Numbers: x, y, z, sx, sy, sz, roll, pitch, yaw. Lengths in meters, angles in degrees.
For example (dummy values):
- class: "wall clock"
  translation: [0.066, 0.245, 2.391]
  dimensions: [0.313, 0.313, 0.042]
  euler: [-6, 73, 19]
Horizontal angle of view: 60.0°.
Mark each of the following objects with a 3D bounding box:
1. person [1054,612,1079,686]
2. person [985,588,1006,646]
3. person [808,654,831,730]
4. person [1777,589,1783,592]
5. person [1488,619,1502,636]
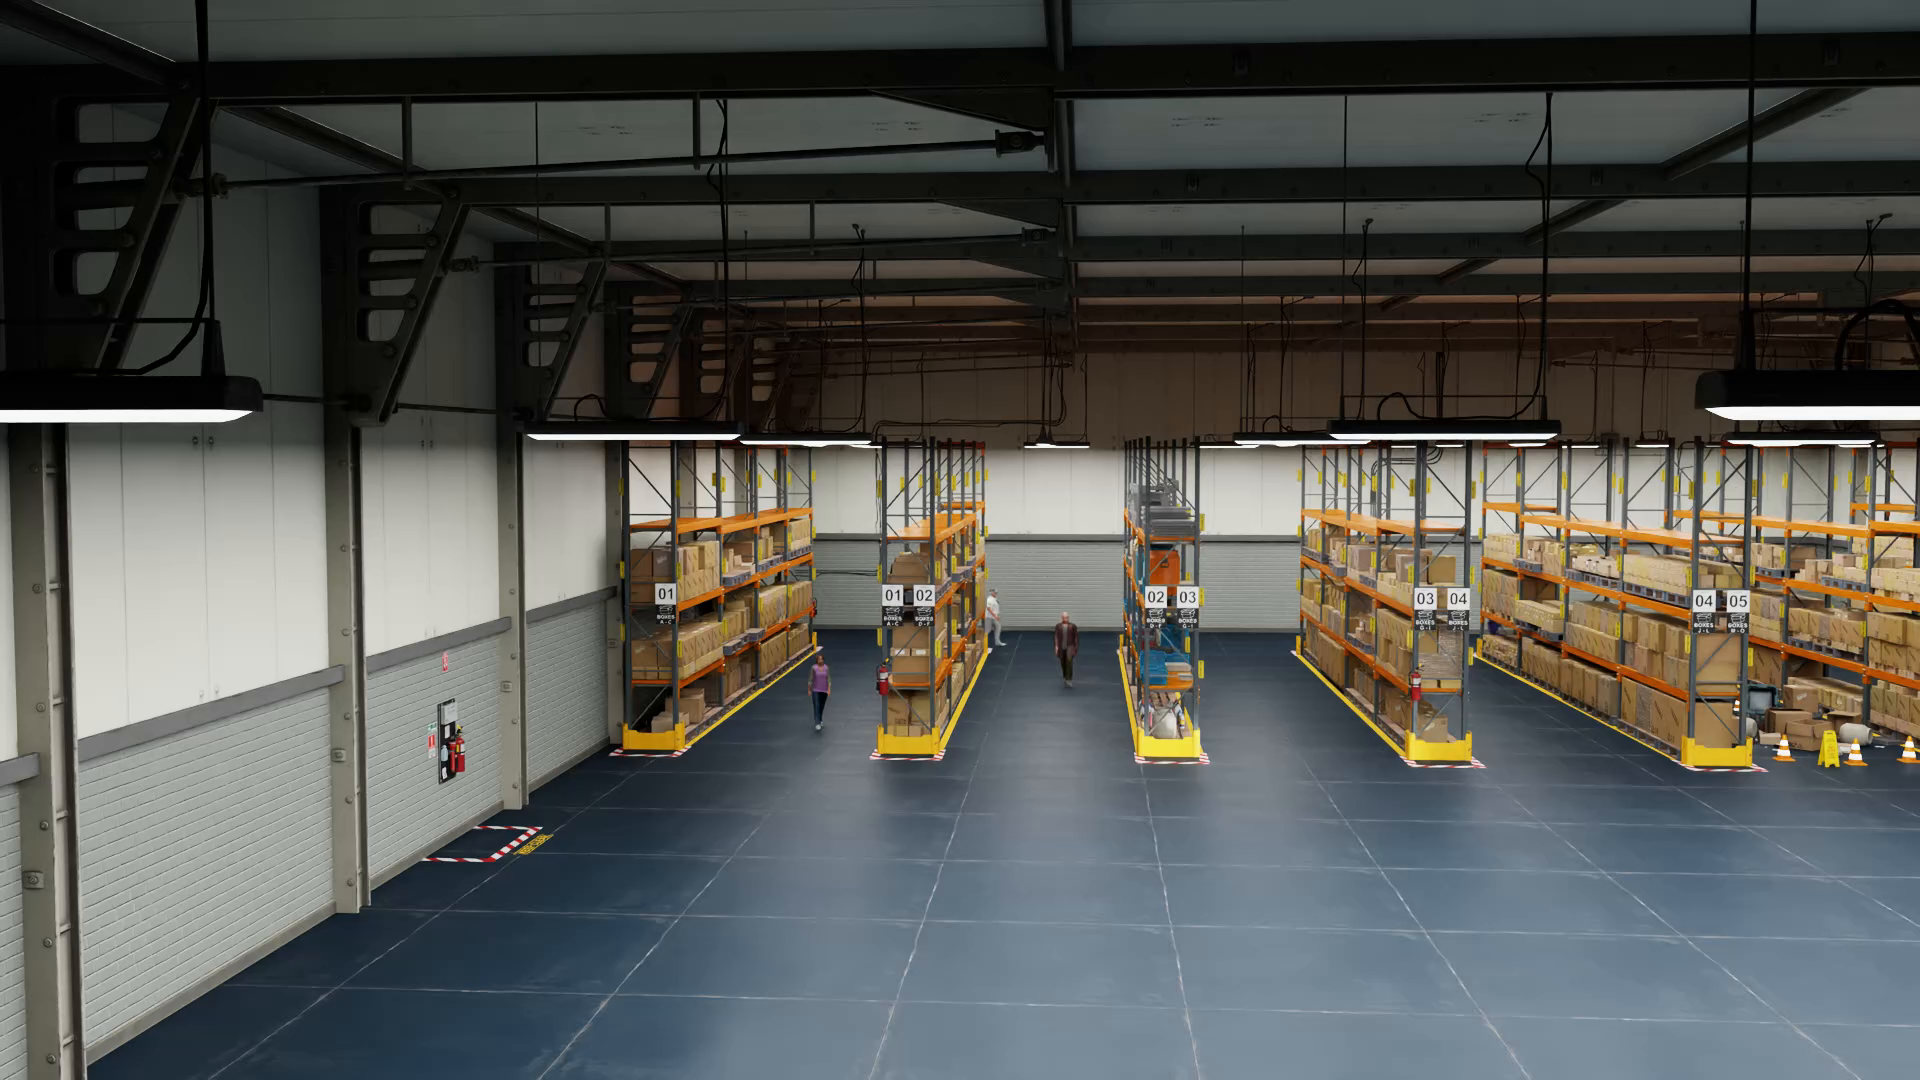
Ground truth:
- class: "person"
  translation: [2.579, 2.646, 40.763]
  dimensions: [0.594, 1.744, 0.969]
  euler: [1, 3, 18]
- class: "person"
  translation: [0.900, 2.260, 48.582]
  dimensions: [0.762, 1.729, 0.640]
  euler: [1, 3, 20]
- class: "person"
  translation: [-2.869, 3.101, 34.105]
  dimensions: [0.456, 1.543, 0.967]
  euler: [-1, 3, -22]
- class: "person"
  translation: [23.723, 2.269, 48.182]
  dimensions: [0.504, 1.714, 0.558]
  euler: [-1, 3, -11]
- class: "person"
  translation: [15.421, 2.346, 47.846]
  dimensions: [0.877, 1.609, 0.478]
  euler: [-1, 3, -22]
